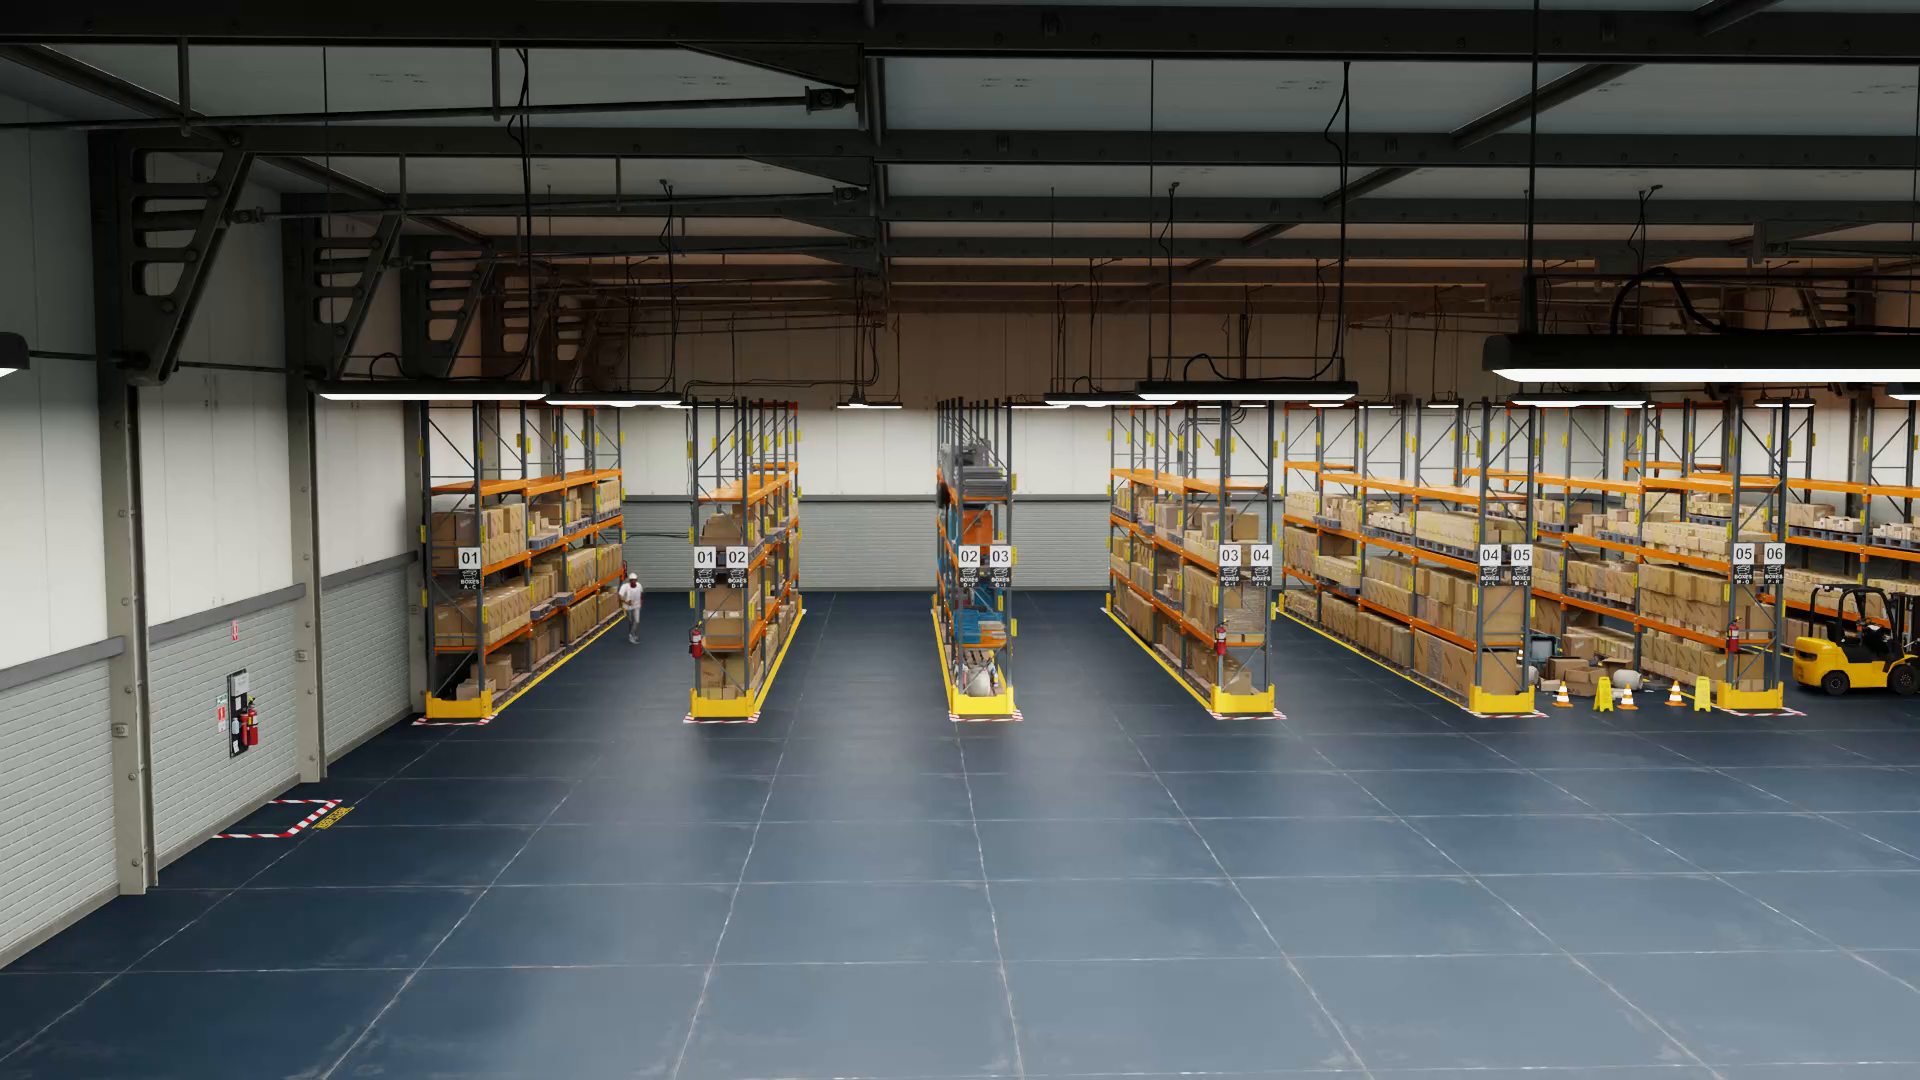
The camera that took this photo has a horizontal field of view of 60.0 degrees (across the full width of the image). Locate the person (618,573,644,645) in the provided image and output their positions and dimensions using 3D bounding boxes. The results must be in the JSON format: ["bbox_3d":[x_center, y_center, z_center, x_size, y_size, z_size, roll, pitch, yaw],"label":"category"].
[{"bbox_3d":[-8.142,1.675,41.148,0.675,1.743,0.833,-2,5,-21],"label":"person"}]

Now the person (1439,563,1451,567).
[{"bbox_3d":[14.761,0.994,50.209,0.854,1.668,0.618,-1,5,-14],"label":"person"}]
